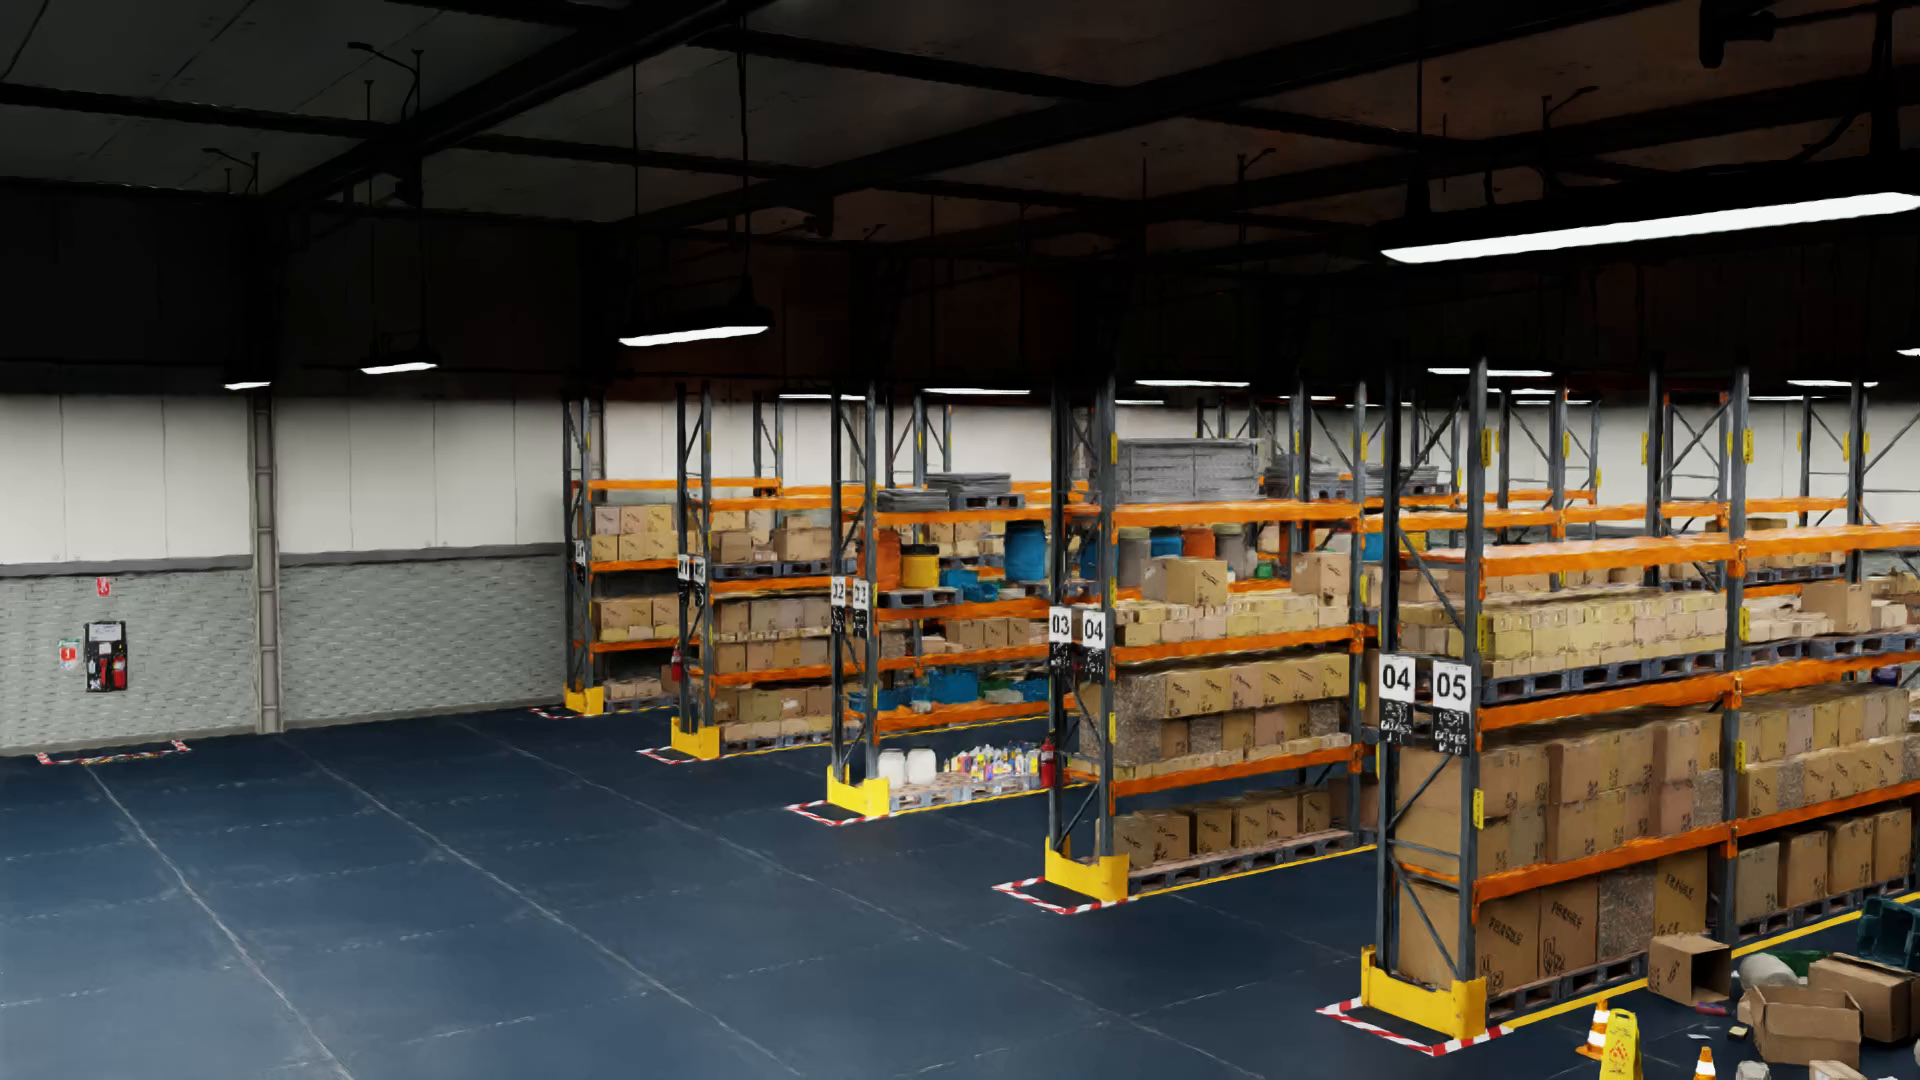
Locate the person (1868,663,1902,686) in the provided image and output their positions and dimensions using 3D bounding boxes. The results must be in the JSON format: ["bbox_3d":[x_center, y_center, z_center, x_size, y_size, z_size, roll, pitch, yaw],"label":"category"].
[{"bbox_3d":[16.012,2.499,28.858,0.558,1.638,0.534,1,4,19],"label":"person"}]
